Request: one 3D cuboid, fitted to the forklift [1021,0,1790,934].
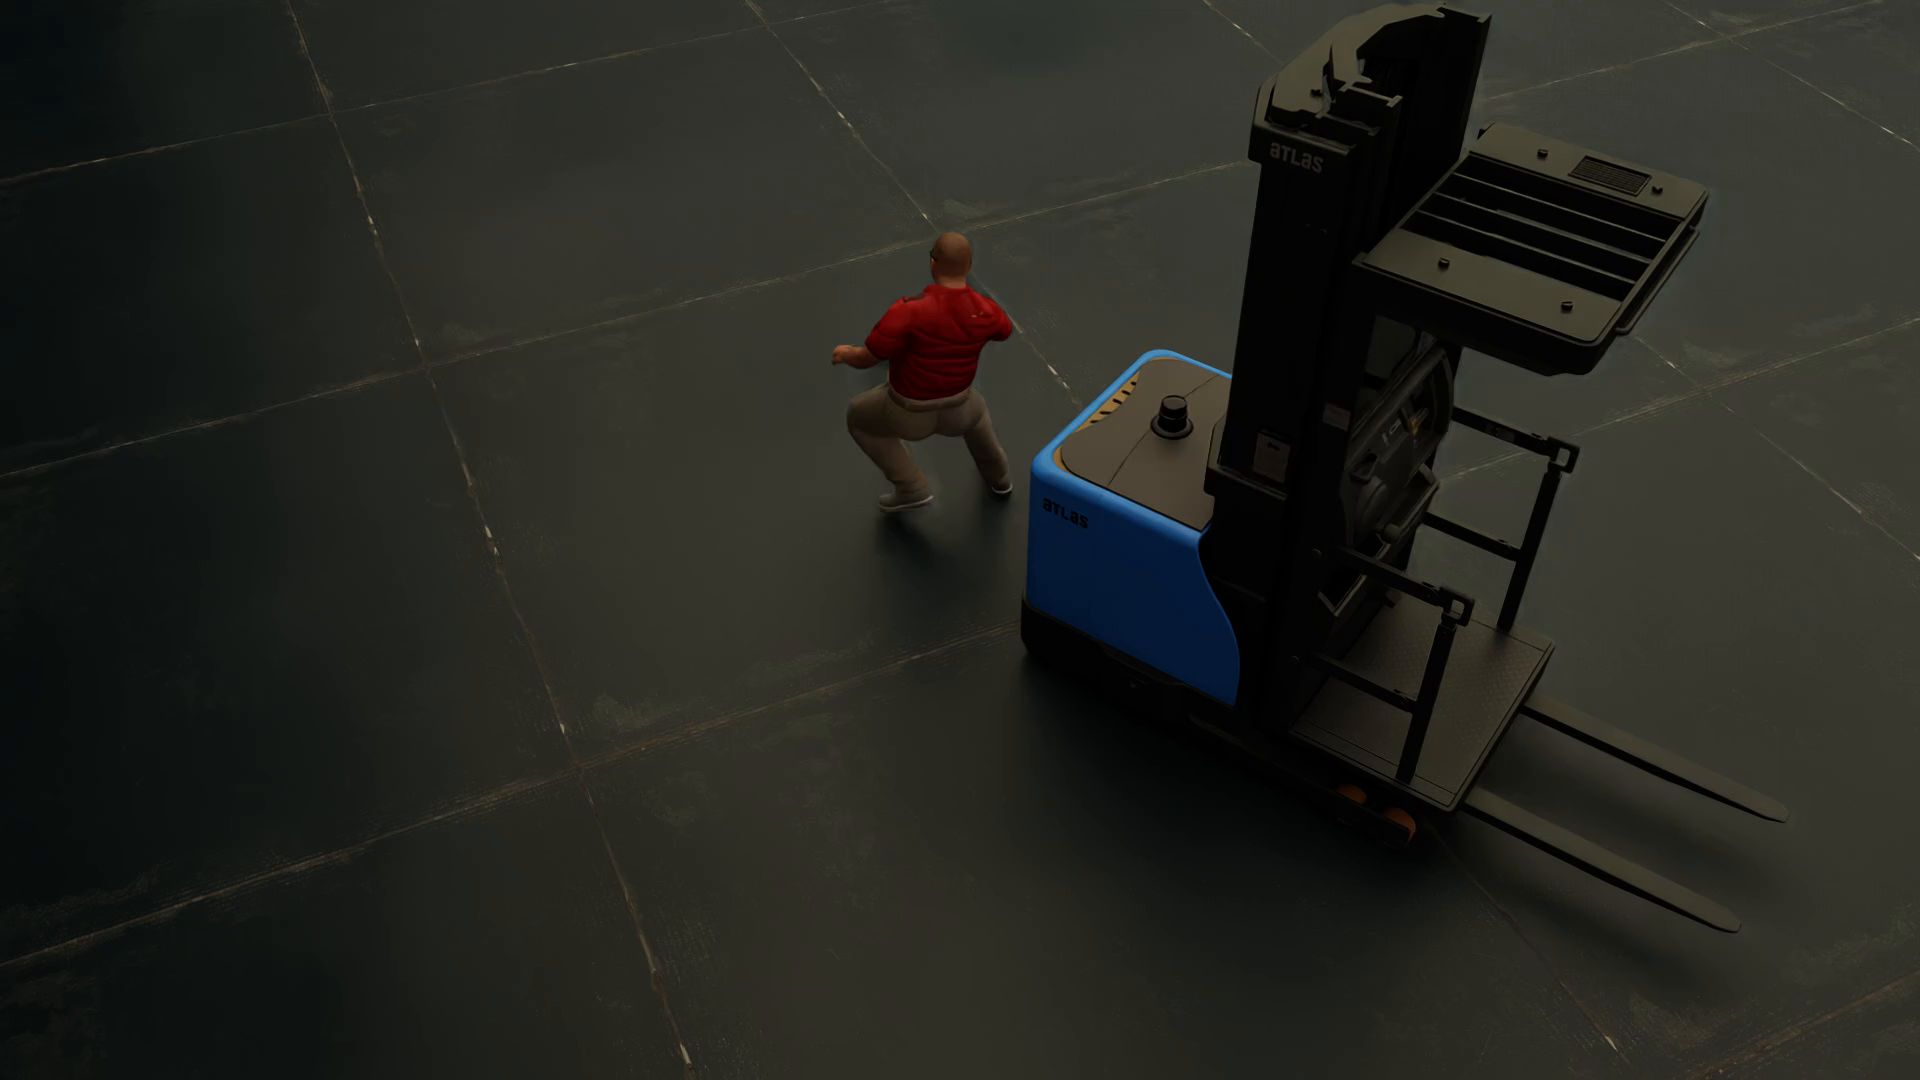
[{"bbox_3d":[1.761,-0.279,5.979,3.031,2.935,1.130,26,49,25],"label":"forklift"}]

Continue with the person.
[{"bbox_3d":[-0.138,-0.765,7.488,0.856,1.572,0.667,-14,45,-14],"label":"person"}]
